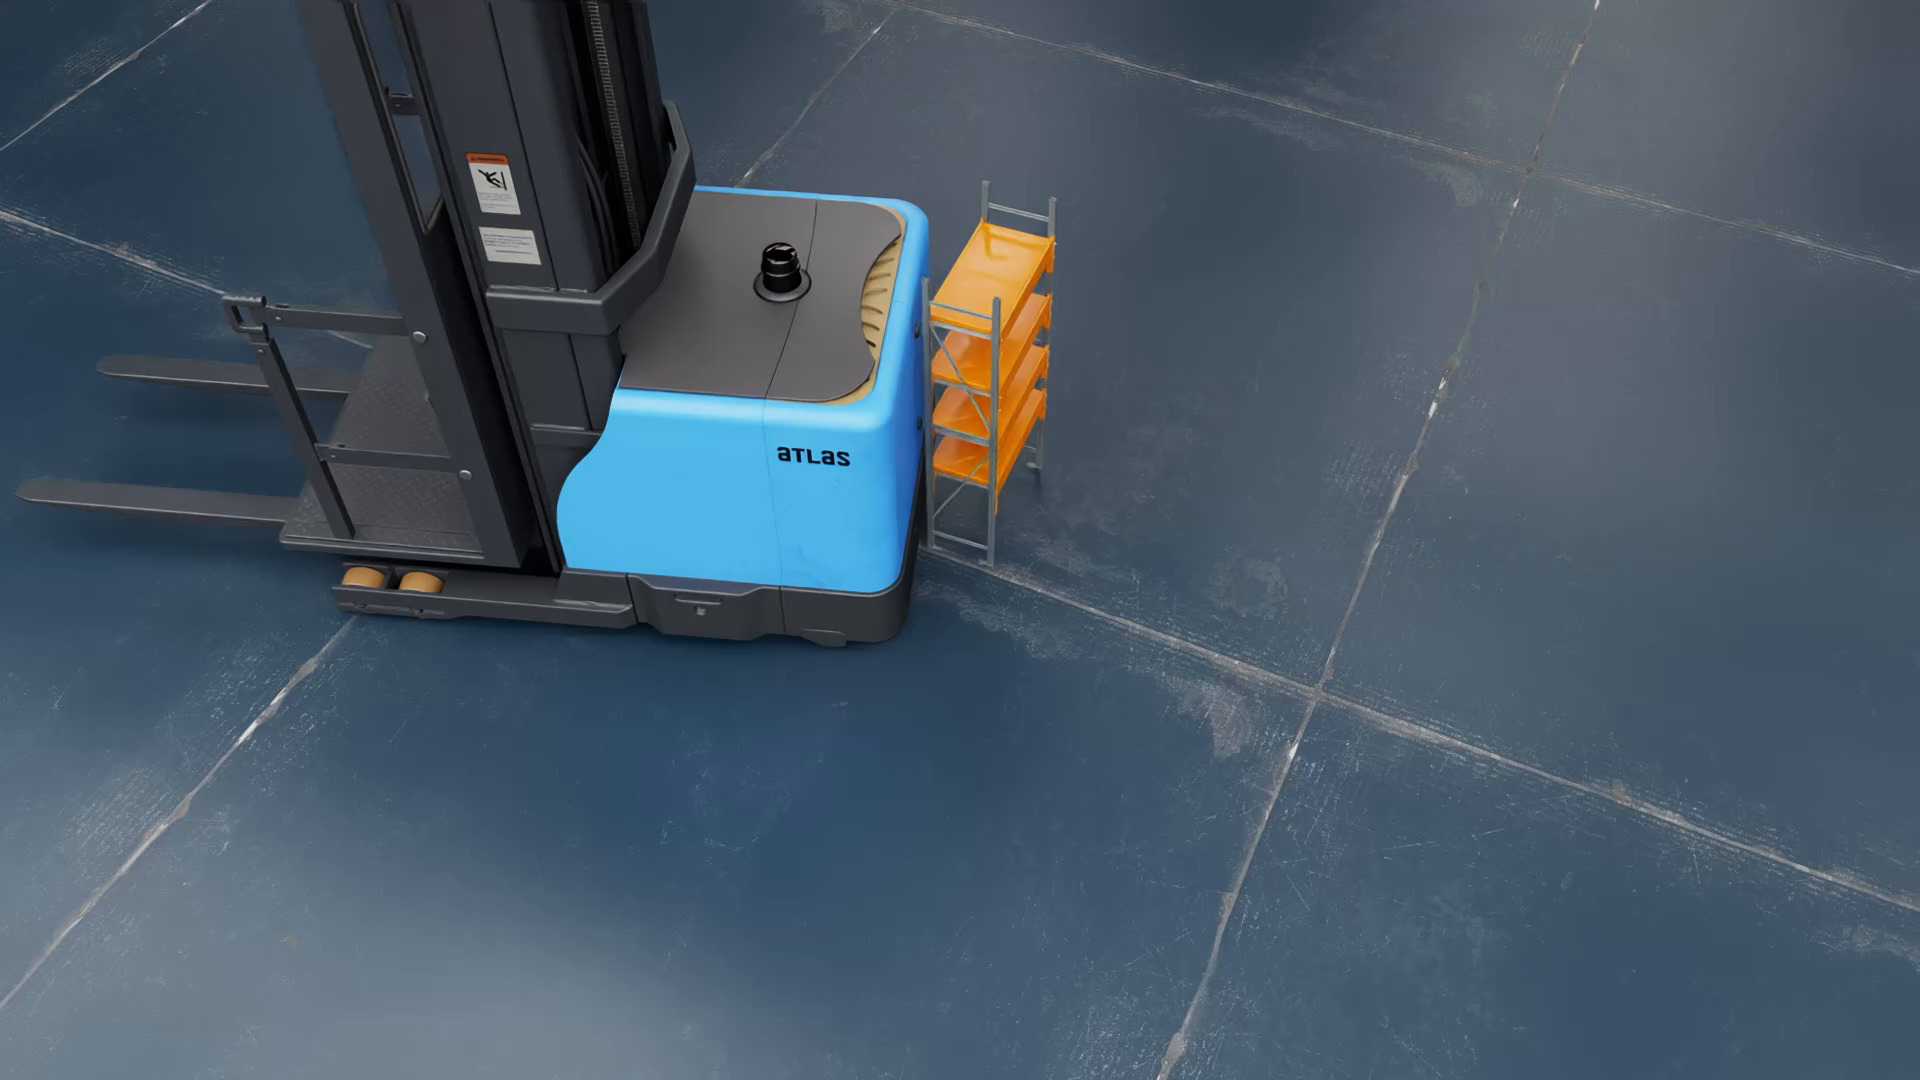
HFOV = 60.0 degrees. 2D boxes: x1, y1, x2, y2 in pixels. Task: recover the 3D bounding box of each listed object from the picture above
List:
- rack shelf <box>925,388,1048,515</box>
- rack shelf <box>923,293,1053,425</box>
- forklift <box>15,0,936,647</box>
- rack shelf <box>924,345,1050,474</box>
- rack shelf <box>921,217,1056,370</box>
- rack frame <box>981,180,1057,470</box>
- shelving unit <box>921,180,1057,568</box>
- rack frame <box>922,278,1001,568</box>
[{"bbox_3d":[0.092,-0.334,5.596,0.258,0.148,0.480,17,52,14],"label":"rack shelf"},{"bbox_3d":[0.092,-0.608,5.274,0.258,0.148,0.480,17,52,14],"label":"rack shelf"},{"bbox_3d":[-1.638,-1.085,4.749,3.031,2.935,1.130,5,50,4],"label":"forklift"},{"bbox_3d":[0.092,-0.463,5.444,0.258,0.148,0.480,17,52,14],"label":"rack shelf"},{"bbox_3d":[0.092,-0.761,5.094,0.258,0.148,0.480,17,52,14],"label":"rack shelf"},{"bbox_3d":[0.181,-0.679,5.540,0.240,1.200,0.015,17,52,14],"label":"rack frame"},{"bbox_3d":[0.092,-0.507,5.393,0.258,1.200,0.503,17,52,14],"label":"shelving unit"},{"bbox_3d":[0.003,-0.334,5.246,0.240,1.200,0.015,17,52,14],"label":"rack frame"}]
